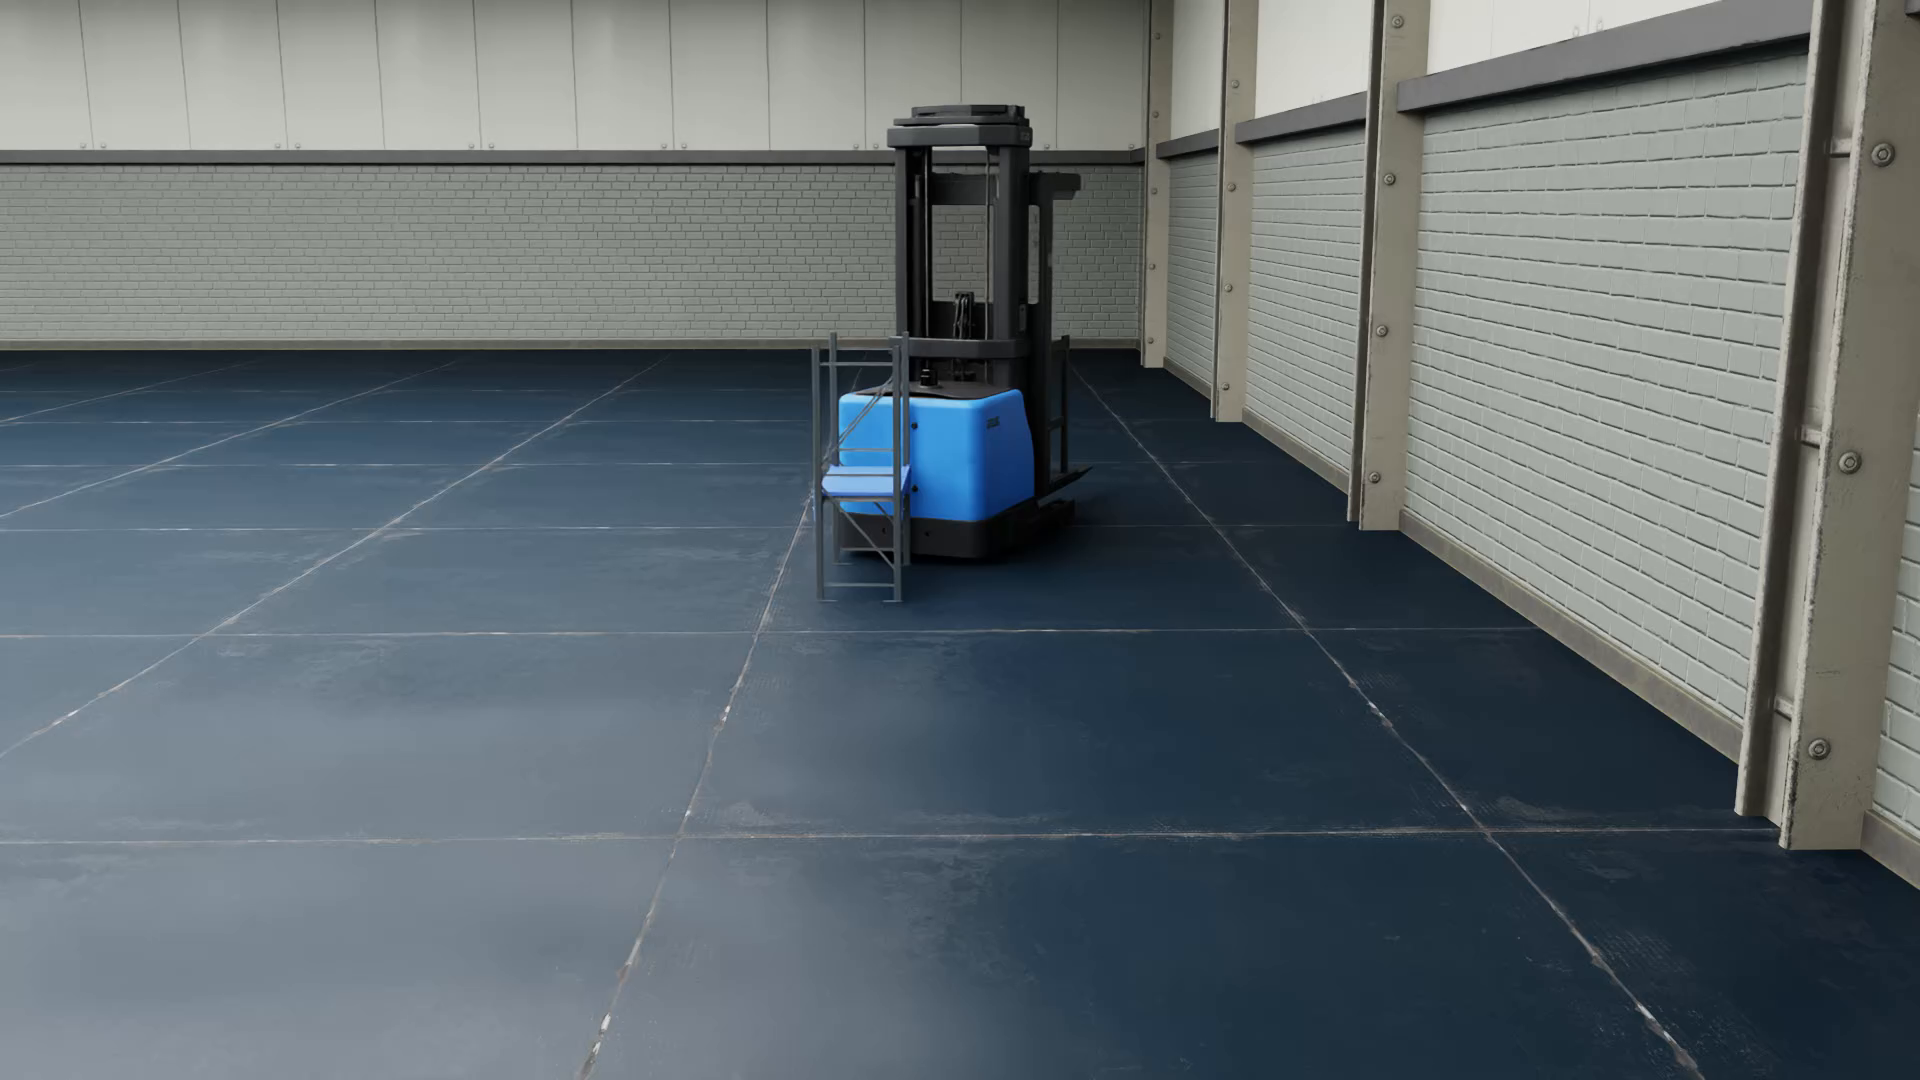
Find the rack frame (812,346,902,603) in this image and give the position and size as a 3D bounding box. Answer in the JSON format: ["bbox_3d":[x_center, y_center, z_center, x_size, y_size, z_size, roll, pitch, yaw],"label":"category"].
[{"bbox_3d":[-0.592,-0.369,9.607,0.500,1.500,0.032,0,11,1],"label":"rack frame"}]

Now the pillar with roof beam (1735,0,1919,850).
[{"bbox_3d":[-1.161,-3.310,5.243,9.100,9.000,0.400,0,11,-1],"label":"pillar with roof beam"}]

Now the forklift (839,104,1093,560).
[{"bbox_3d":[0.204,-1.560,11.879,1.130,2.935,3.031,4,12,21],"label":"forklift"}]

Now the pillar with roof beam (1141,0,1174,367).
[{"bbox_3d":[-1.533,-6.888,22.880,9.100,9.000,0.400,0,11,-1],"label":"pillar with roof beam"}]

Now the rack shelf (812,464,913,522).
[{"bbox_3d":[-0.581,-0.294,10.141,0.538,0.185,1.000,0,11,1],"label":"rack shelf"}]

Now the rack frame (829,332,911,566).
[{"bbox_3d":[-0.570,-0.571,10.603,0.500,1.500,0.032,0,11,1],"label":"rack frame"}]

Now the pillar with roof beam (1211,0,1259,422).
[{"bbox_3d":[-1.409,-5.696,17.001,9.100,9.000,0.400,0,11,-1],"label":"pillar with roof beam"}]

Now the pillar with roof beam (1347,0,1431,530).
[{"bbox_3d":[-1.285,-4.503,11.122,9.100,9.000,0.400,0,11,-1],"label":"pillar with roof beam"}]

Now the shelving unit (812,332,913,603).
[{"bbox_3d":[-0.581,-0.470,10.105,0.538,1.500,1.048,0,11,1],"label":"shelving unit"}]
